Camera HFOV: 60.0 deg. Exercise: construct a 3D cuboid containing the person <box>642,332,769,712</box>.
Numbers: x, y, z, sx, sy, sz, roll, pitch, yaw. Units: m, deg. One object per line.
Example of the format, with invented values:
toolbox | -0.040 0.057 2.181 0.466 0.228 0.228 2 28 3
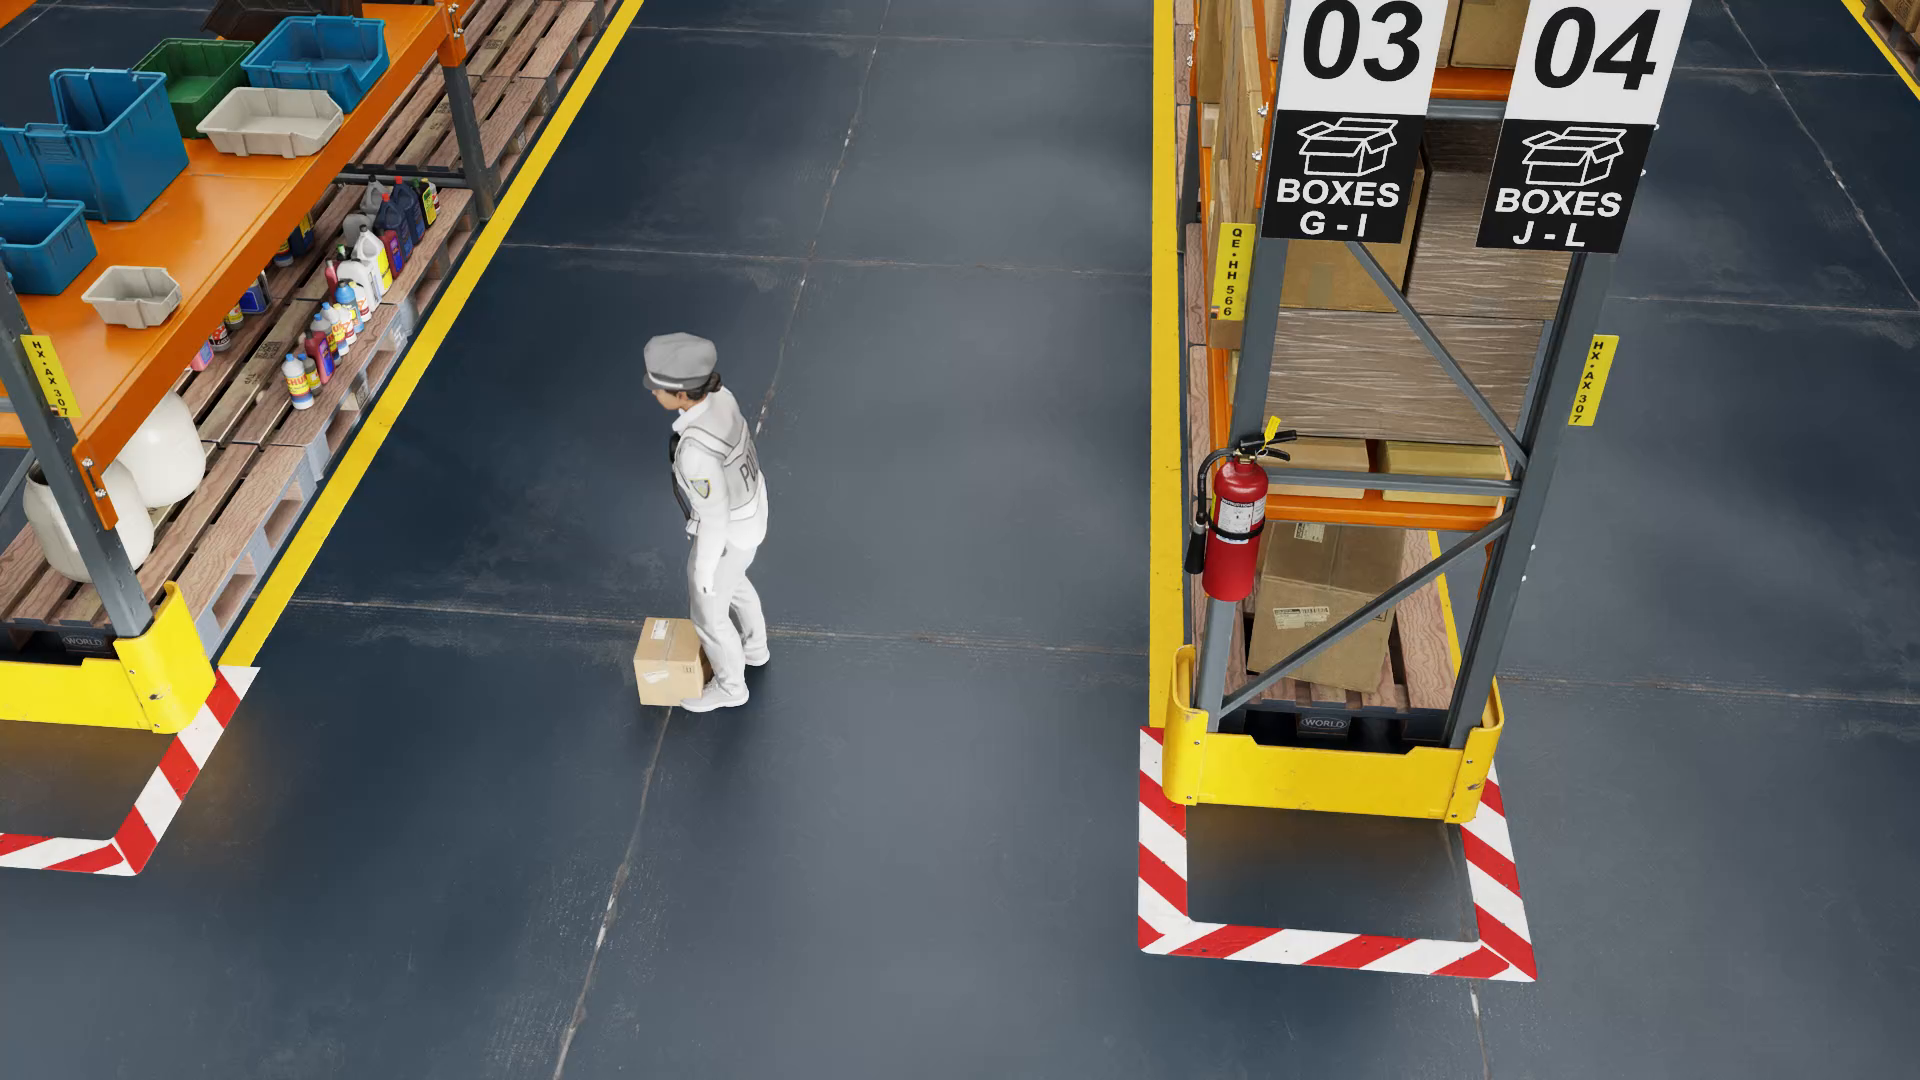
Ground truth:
person | -0.924 -0.036 6.197 0.415 1.662 0.542 1 40 1
